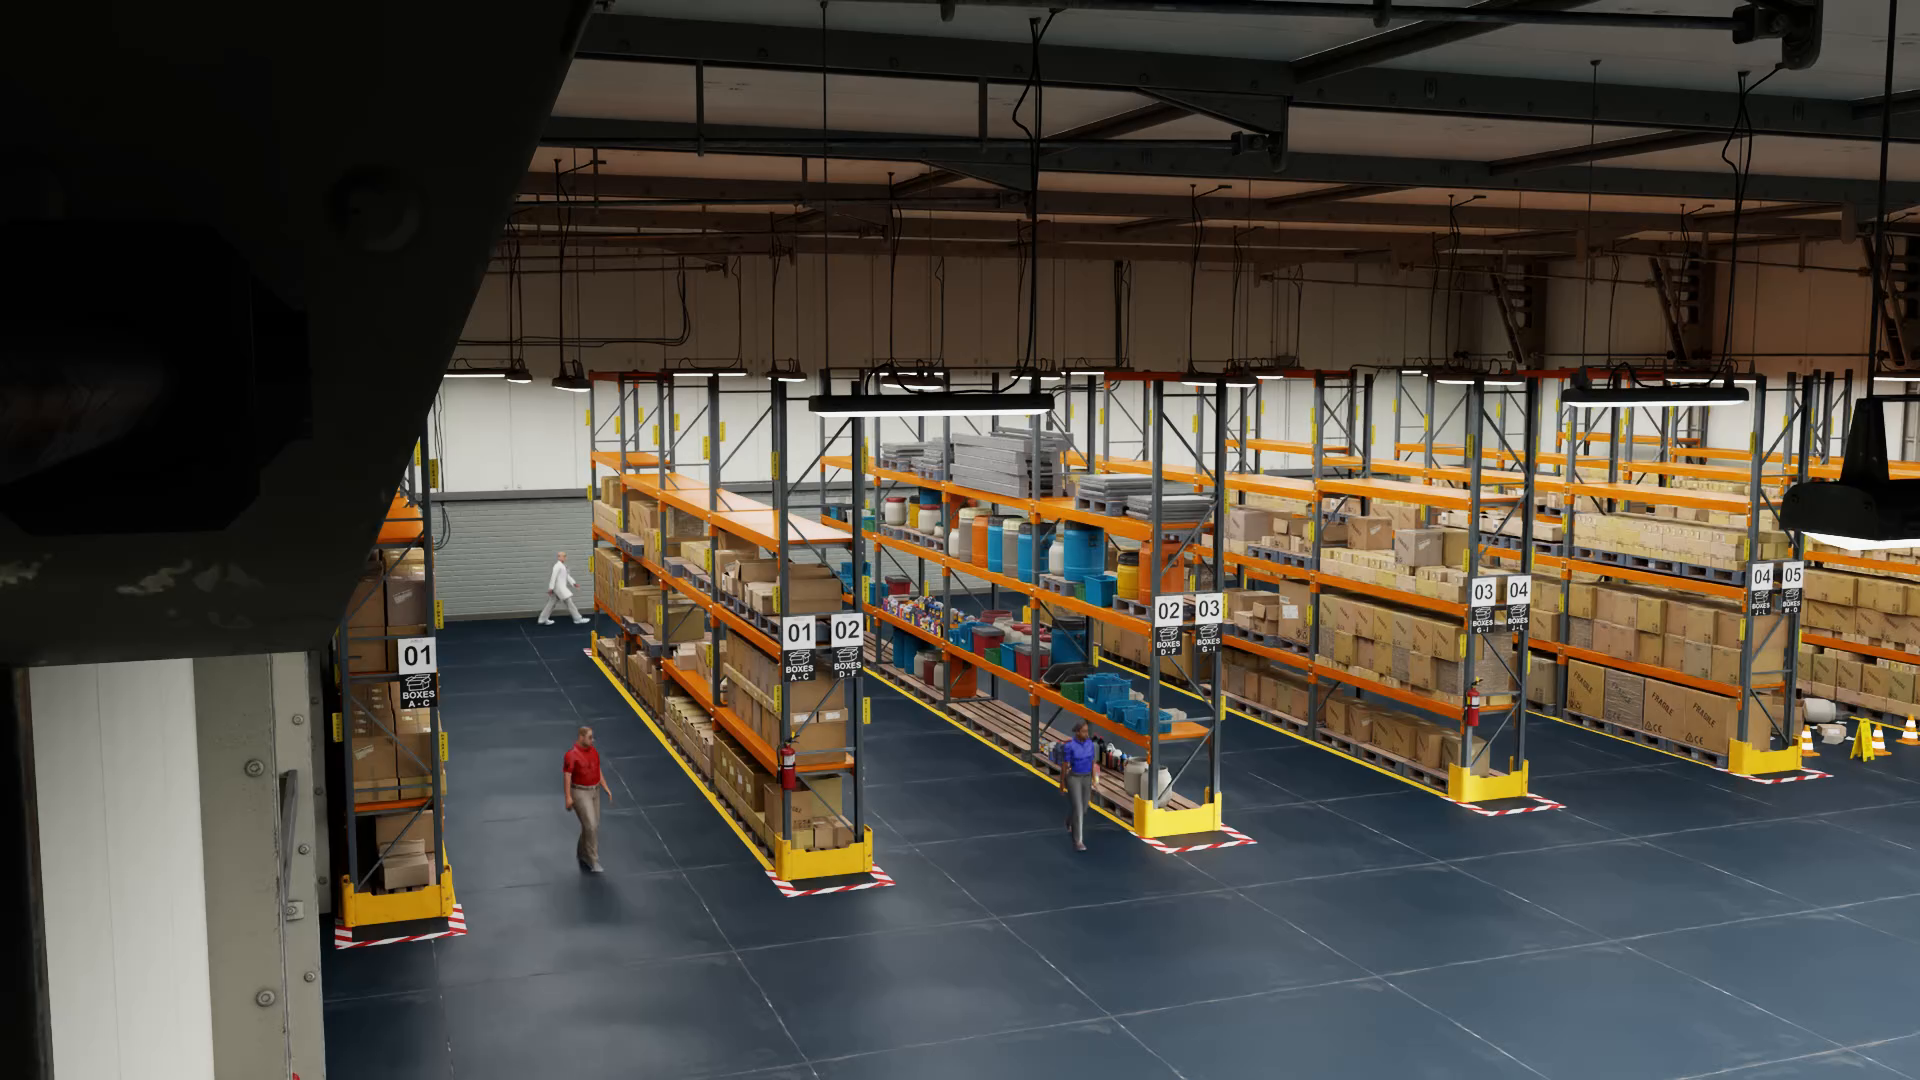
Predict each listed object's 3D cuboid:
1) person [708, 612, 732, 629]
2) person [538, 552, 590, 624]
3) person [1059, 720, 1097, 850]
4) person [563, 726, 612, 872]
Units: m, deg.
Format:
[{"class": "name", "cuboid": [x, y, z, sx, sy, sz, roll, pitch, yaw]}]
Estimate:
[{"class": "person", "cuboid": [-5.479, 1.166, 38.530, 0.885, 1.738, 0.562, 2, 7, 17]}, {"class": "person", "cuboid": [-9.285, 1.116, 38.885, 1.187, 1.702, 0.521, -2, 7, -16]}, {"class": "person", "cuboid": [1.525, 3.131, 21.537, 0.474, 1.601, 0.833, -4, 7, -31]}, {"class": "person", "cuboid": [-4.571, 3.206, 20.617, 0.605, 1.788, 0.562, 3, 7, 24]}]
